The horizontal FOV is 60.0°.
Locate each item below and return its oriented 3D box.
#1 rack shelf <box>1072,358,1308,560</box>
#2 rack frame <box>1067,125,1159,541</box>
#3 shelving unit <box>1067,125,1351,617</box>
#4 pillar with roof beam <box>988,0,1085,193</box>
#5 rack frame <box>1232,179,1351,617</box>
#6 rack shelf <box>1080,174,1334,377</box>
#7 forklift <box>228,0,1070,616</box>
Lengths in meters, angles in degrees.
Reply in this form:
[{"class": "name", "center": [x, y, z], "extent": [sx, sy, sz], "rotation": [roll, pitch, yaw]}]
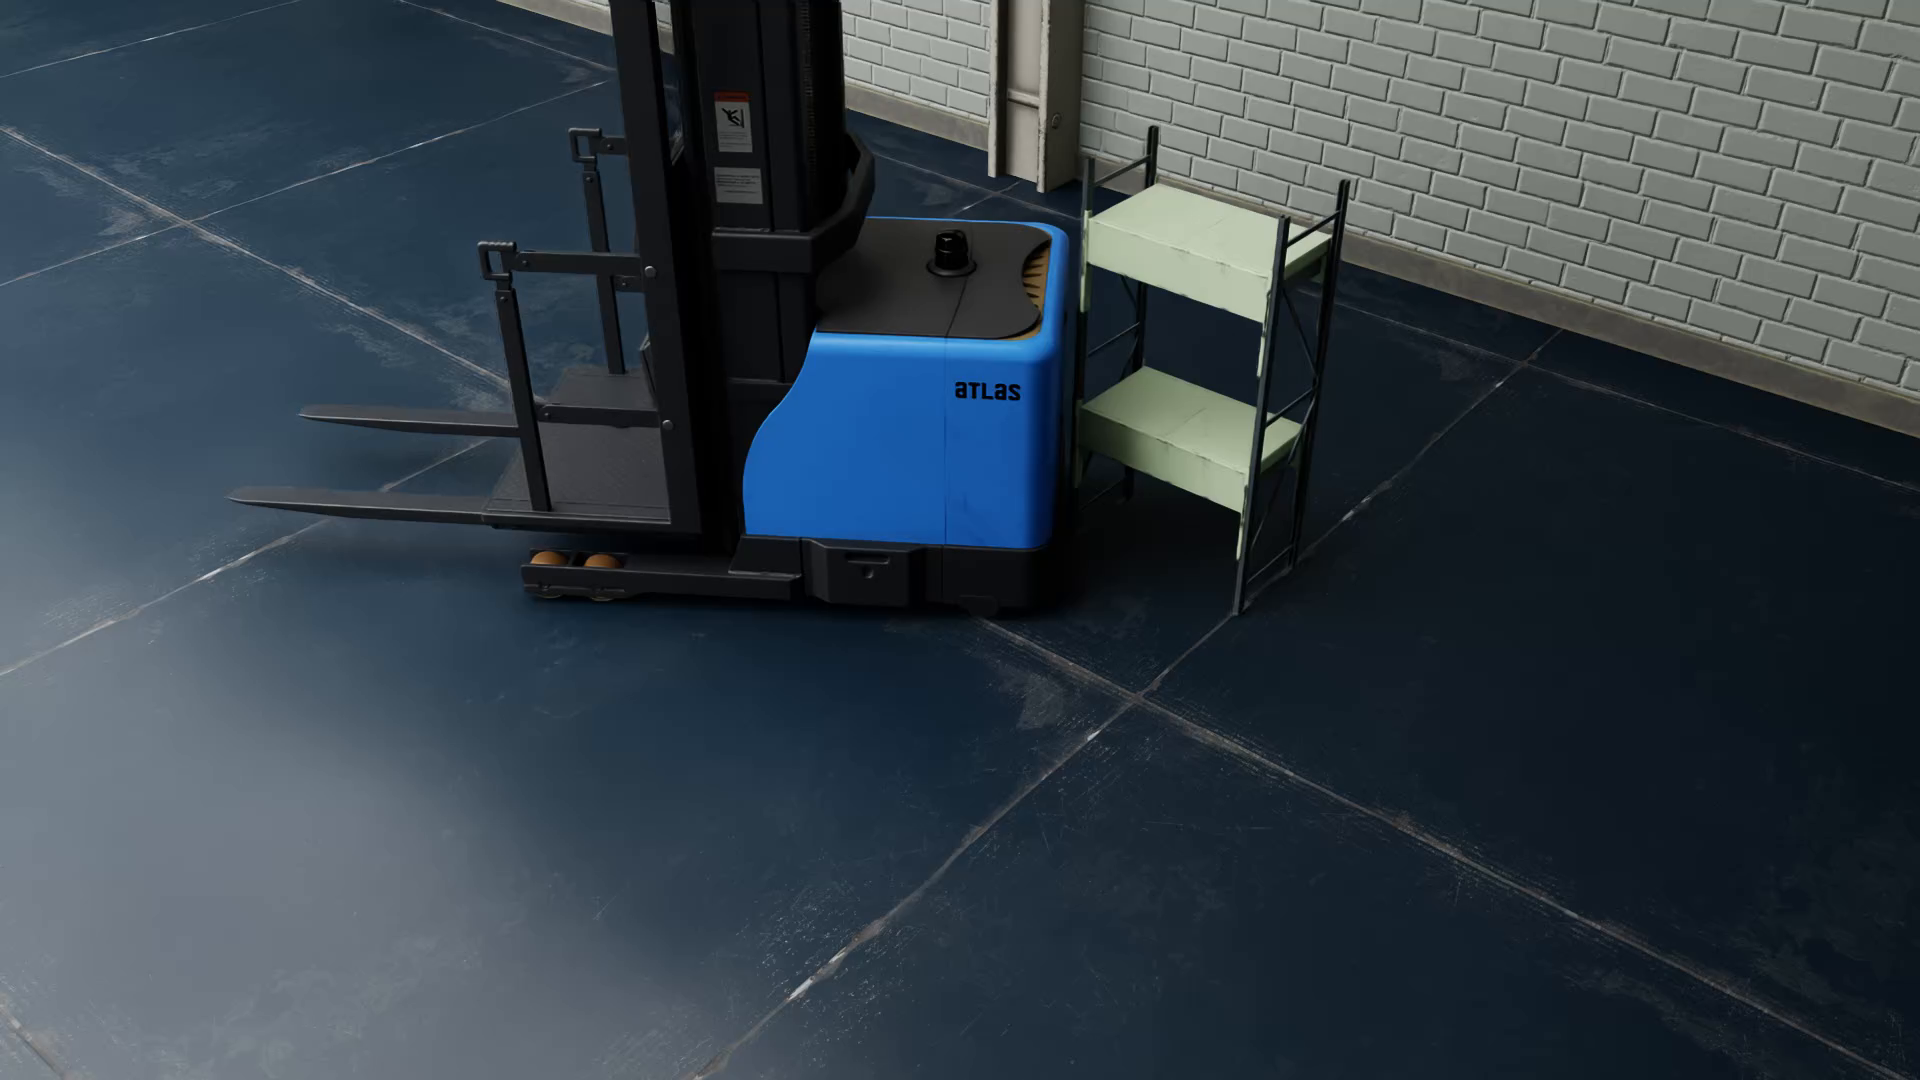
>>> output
[{"class": "rack shelf", "center": [0.819, -0.302, 5.941], "extent": [0.720, 0.370, 0.431], "rotation": [26, 42, 32]}, {"class": "rack frame", "center": [0.539, -0.705, 5.951], "extent": [0.023, 1.500, 0.400], "rotation": [26, 42, 32]}, {"class": "shelving unit", "center": [0.819, -0.571, 5.756], "extent": [0.755, 1.500, 0.431], "rotation": [26, 42, 32]}, {"class": "pillar with roof beam", "center": [-2.353, -3.847, 3.902], "extent": [0.400, 9.000, 9.100], "rotation": [25, 42, 32]}, {"class": "rack frame", "center": [1.098, -0.437, 5.562], "extent": [0.023, 1.500, 0.400], "rotation": [26, 42, 32]}, {"class": "rack shelf", "center": [0.819, -0.893, 5.535], "extent": [0.720, 0.370, 0.431], "rotation": [26, 42, 32]}, {"class": "forklift", "center": [-1.140, -1.283, 5.530], "extent": [3.031, 2.935, 1.130], "rotation": [3, 35, 4]}]
